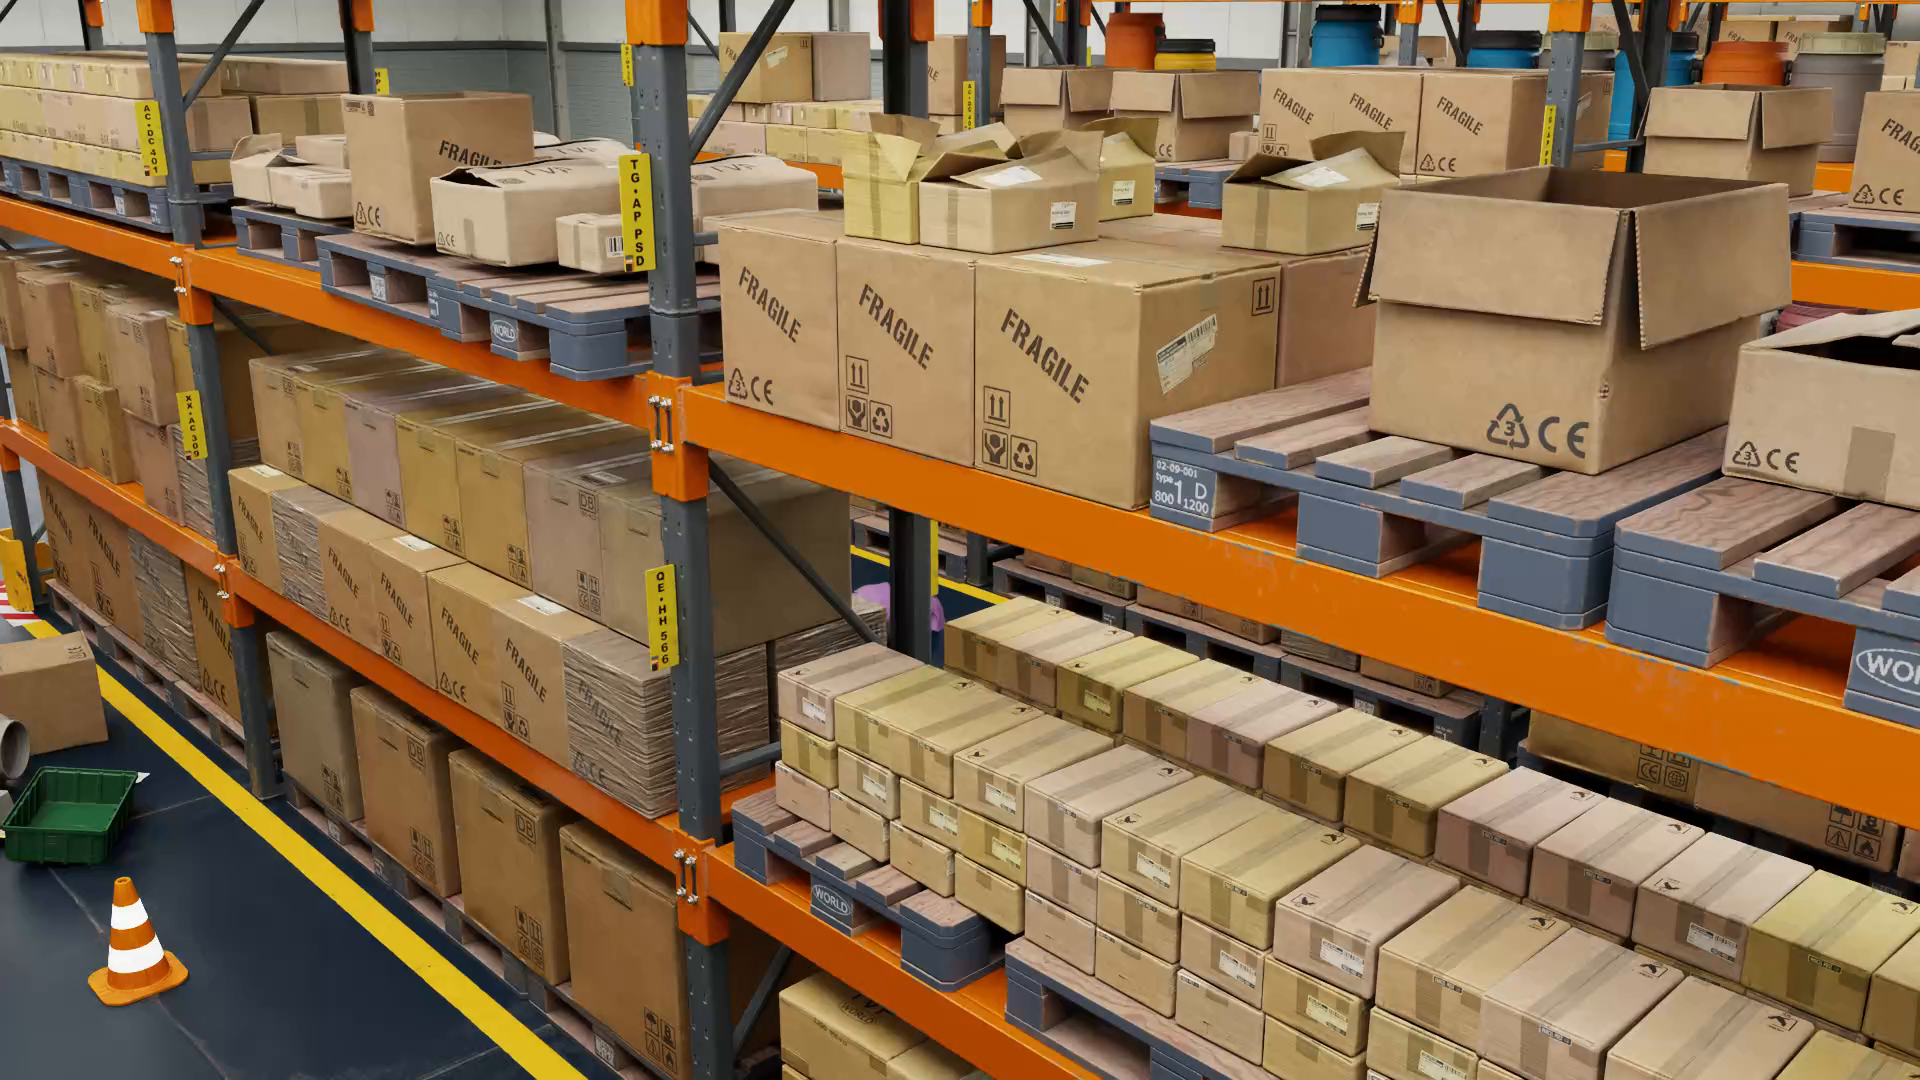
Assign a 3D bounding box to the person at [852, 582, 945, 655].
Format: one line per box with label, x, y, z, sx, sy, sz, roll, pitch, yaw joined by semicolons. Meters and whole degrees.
person;-0.437;0.701;8.821;0.412;1.015;0.857;16;24;41
